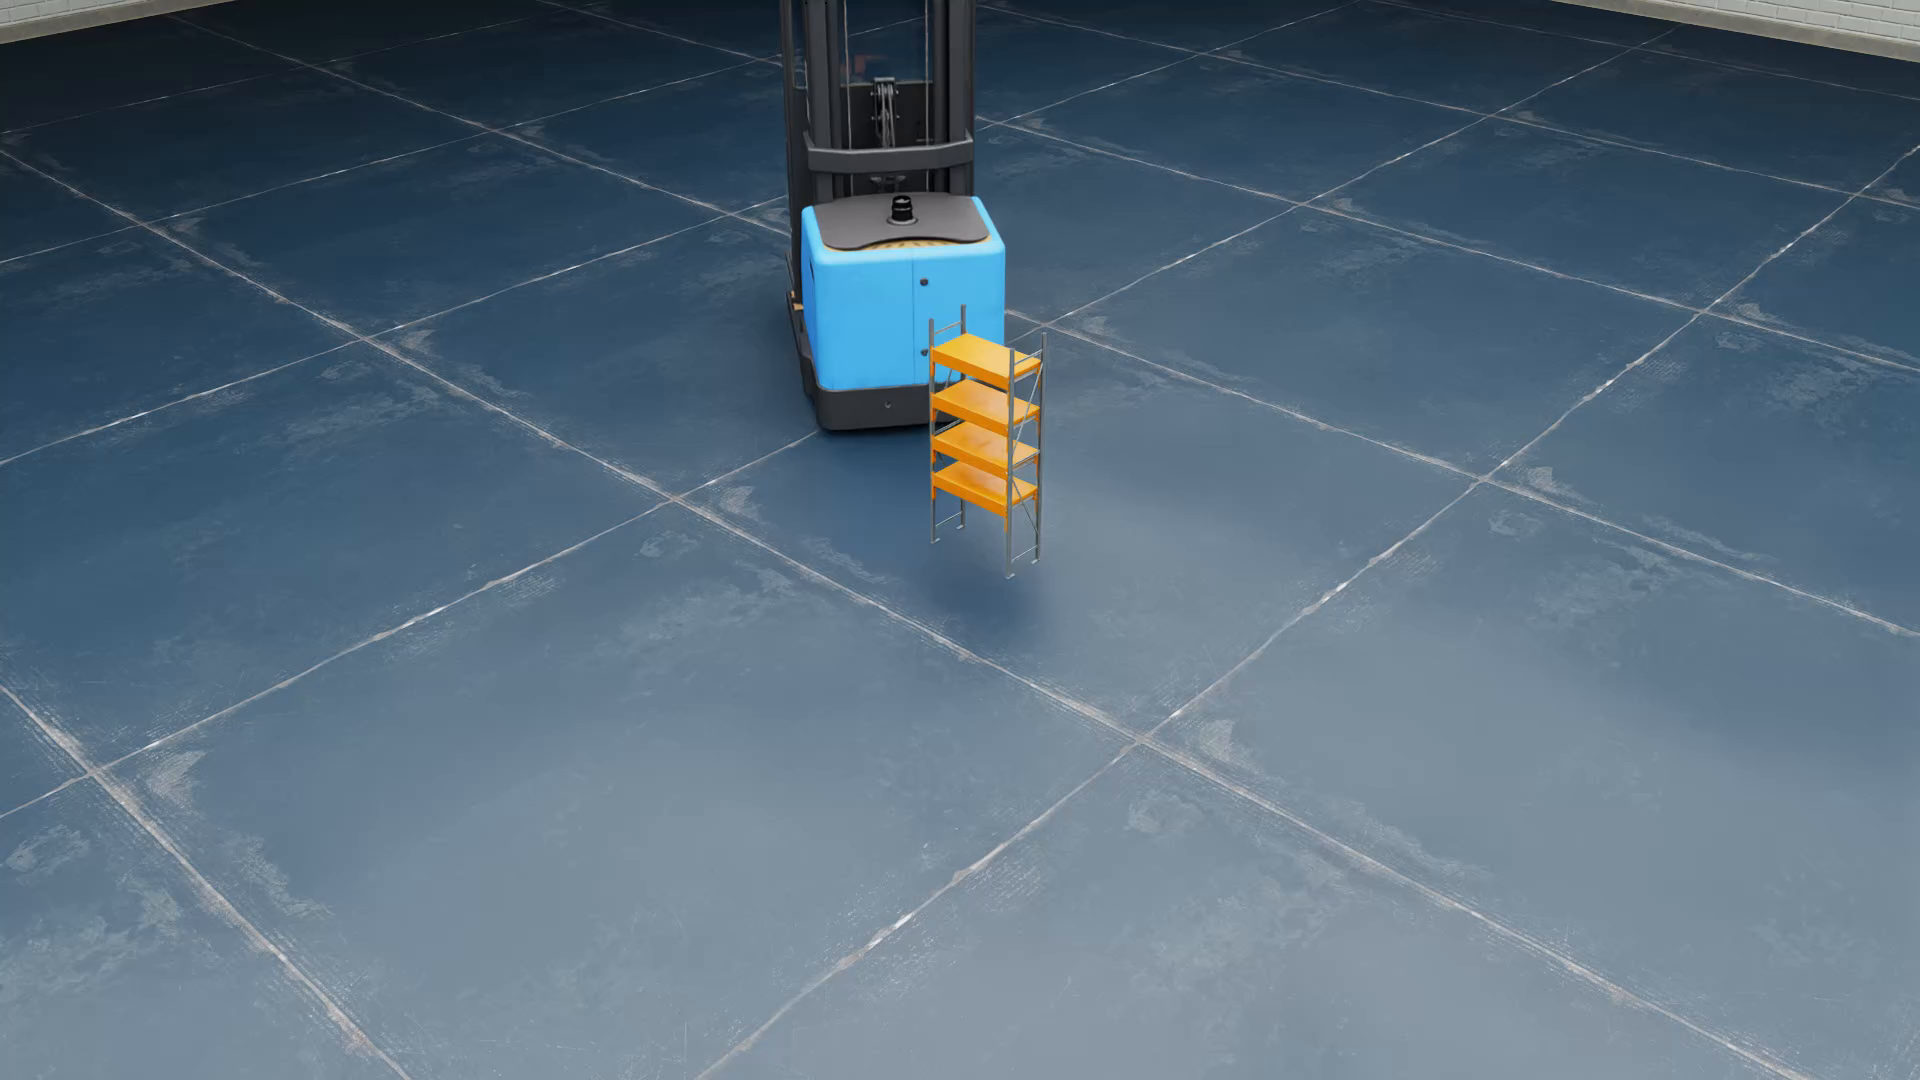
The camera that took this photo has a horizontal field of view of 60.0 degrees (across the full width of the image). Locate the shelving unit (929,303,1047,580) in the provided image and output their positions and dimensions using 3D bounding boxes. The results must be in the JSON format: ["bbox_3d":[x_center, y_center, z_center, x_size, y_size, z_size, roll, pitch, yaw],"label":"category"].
[{"bbox_3d":[0.123,-0.457,7.845,0.503,1.200,0.258,25,39,35],"label":"shelving unit"}]

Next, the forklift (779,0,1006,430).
[{"bbox_3d":[-0.500,-2.601,9.728,1.130,2.935,3.031,-5,31,-8],"label":"forklift"}]

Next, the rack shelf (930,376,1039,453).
[{"bbox_3d":[0.123,-0.591,7.765,0.480,0.148,0.258,25,39,35],"label":"rack shelf"}]

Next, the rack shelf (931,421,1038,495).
[{"bbox_3d":[0.123,-0.399,7.880,0.480,0.148,0.258,25,39,35],"label":"rack shelf"}]

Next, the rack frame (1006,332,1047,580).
[{"bbox_3d":[0.304,-0.372,7.705,0.015,1.200,0.240,25,39,35],"label":"rack frame"}]

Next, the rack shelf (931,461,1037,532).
[{"bbox_3d":[0.123,-0.229,7.982,0.480,0.148,0.258,25,39,35],"label":"rack shelf"}]

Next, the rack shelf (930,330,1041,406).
[{"bbox_3d":[0.123,-0.793,7.643,0.480,0.148,0.258,25,39,35],"label":"rack shelf"}]

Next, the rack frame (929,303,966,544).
[{"bbox_3d":[-0.058,-0.541,7.986,0.015,1.200,0.240,25,39,35],"label":"rack frame"}]
